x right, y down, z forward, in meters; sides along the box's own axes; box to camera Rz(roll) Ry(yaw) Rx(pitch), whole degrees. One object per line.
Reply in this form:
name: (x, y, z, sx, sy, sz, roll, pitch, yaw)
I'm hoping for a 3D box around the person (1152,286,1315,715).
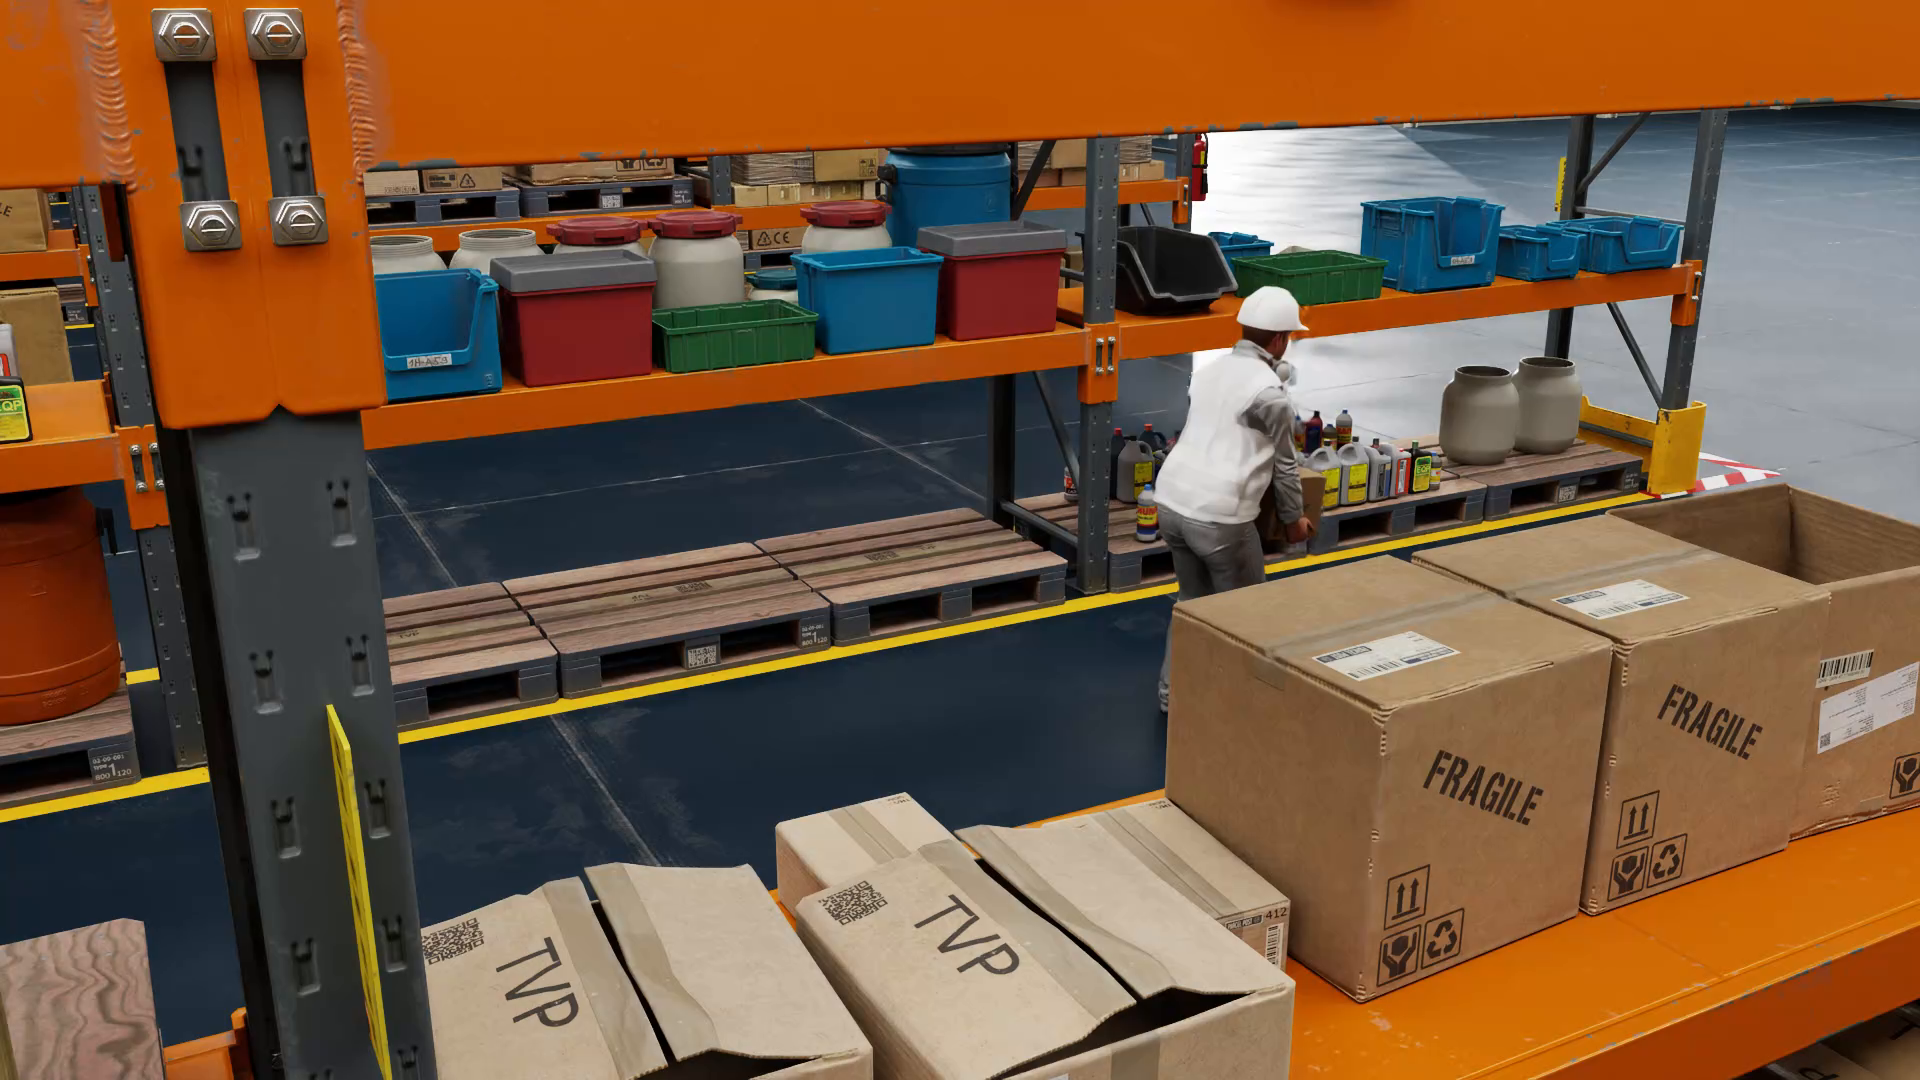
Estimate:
person: (1.051, -0.114, 6.449, 0.604, 1.724, 0.479, -10, 21, -28)
